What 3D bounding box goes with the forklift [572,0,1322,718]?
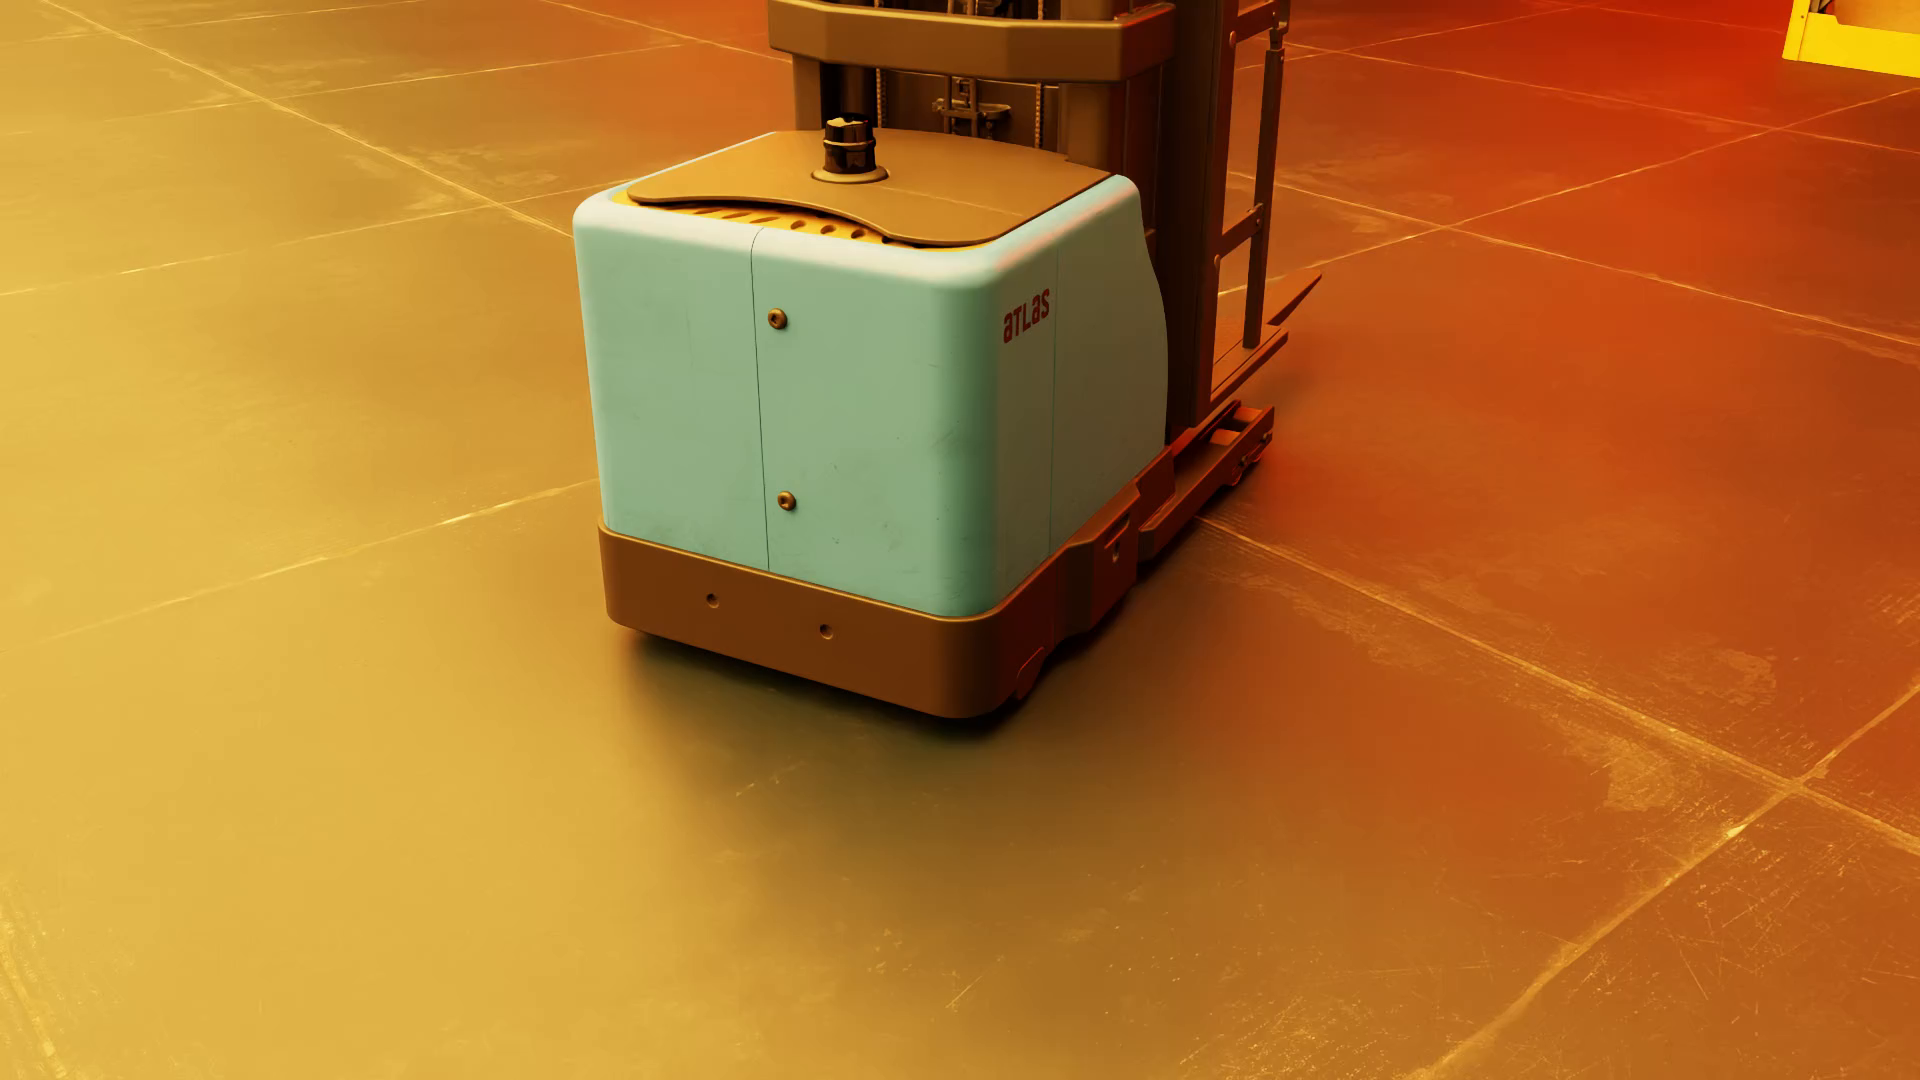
[{"bbox_3d":[0.285,-1.552,4.331,1.130,2.935,3.031,13,29,25],"label":"forklift"}]
